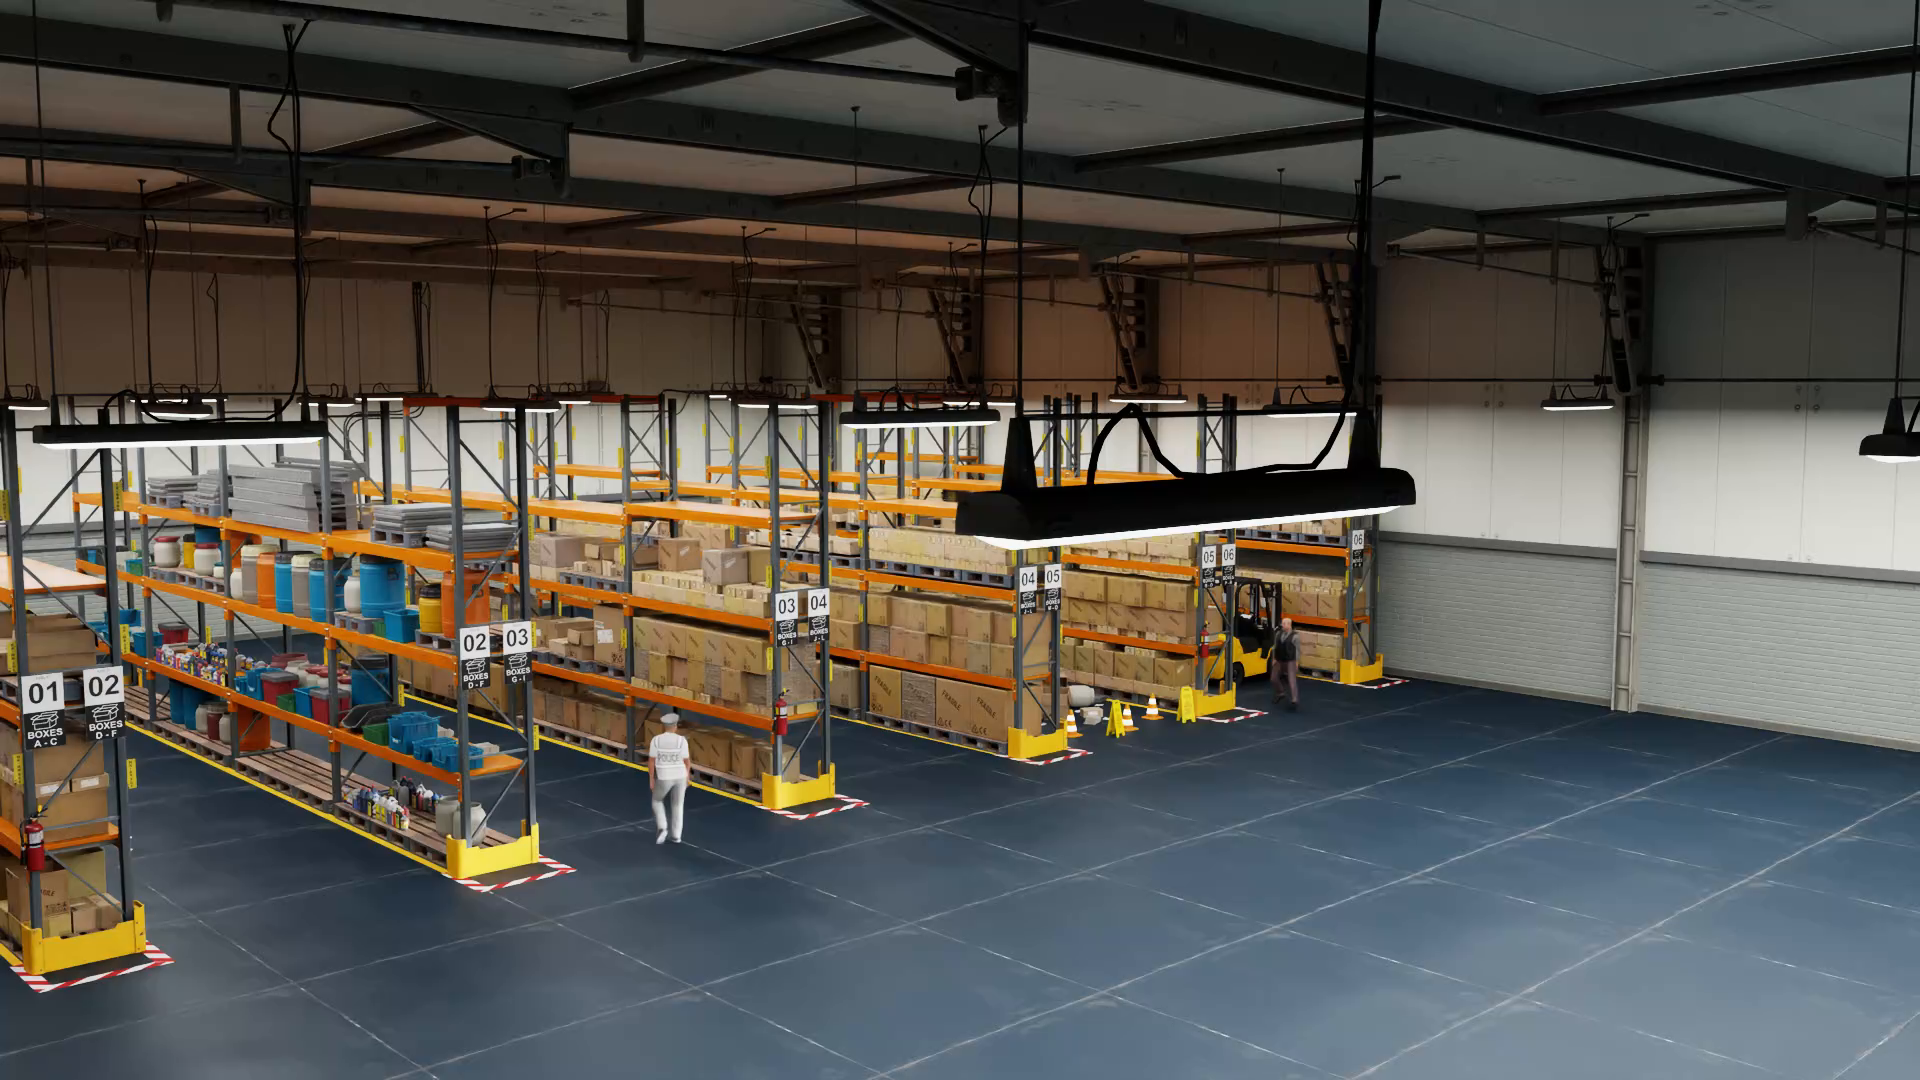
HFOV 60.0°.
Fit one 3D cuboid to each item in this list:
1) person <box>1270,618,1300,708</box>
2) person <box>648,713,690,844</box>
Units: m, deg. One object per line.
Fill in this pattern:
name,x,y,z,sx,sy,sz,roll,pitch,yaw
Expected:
person,6.287,2.360,32.118,0.601,1.720,0.438,4,7,38
person,-3.968,3.264,22.704,0.567,1.814,0.461,-2,6,-20
